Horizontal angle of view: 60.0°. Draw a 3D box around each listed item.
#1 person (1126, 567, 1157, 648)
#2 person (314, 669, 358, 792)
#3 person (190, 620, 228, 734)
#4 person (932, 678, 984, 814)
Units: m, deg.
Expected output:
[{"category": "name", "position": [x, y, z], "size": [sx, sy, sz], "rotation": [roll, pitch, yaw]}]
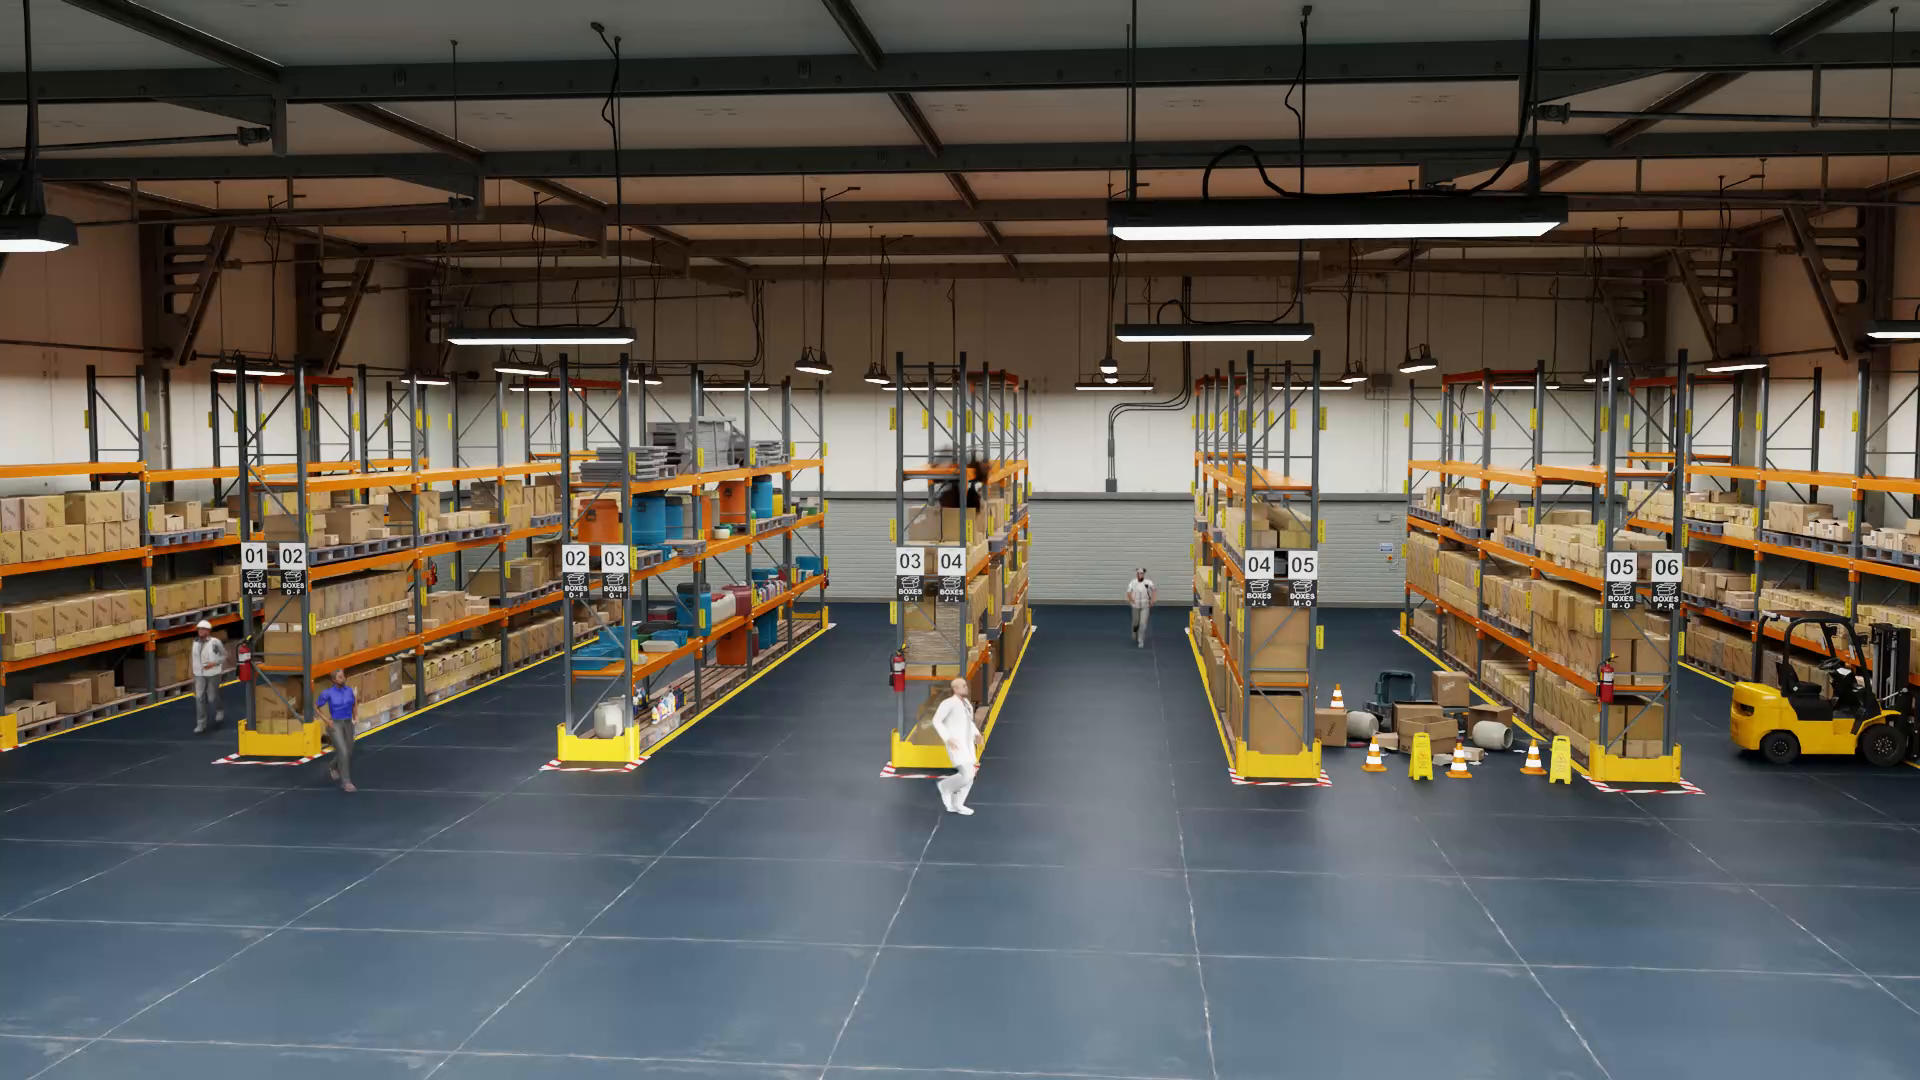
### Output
[{"category": "person", "position": [4.066, 1.491, 37.274], "size": [0.671, 1.780, 0.853], "rotation": [1, 4, 9]}, {"category": "person", "position": [-8.491, 2.577, 22.693], "size": [0.726, 1.651, 0.585], "rotation": [3, 5, 36]}, {"category": "person", "position": [-12.220, 2.191, 27.065], "size": [0.652, 1.792, 0.827], "rotation": [0, 4, 1]}, {"category": "person", "position": [-0.012, 2.633, 21.218], "size": [0.588, 1.742, 0.715], "rotation": [3, 5, 34]}]
